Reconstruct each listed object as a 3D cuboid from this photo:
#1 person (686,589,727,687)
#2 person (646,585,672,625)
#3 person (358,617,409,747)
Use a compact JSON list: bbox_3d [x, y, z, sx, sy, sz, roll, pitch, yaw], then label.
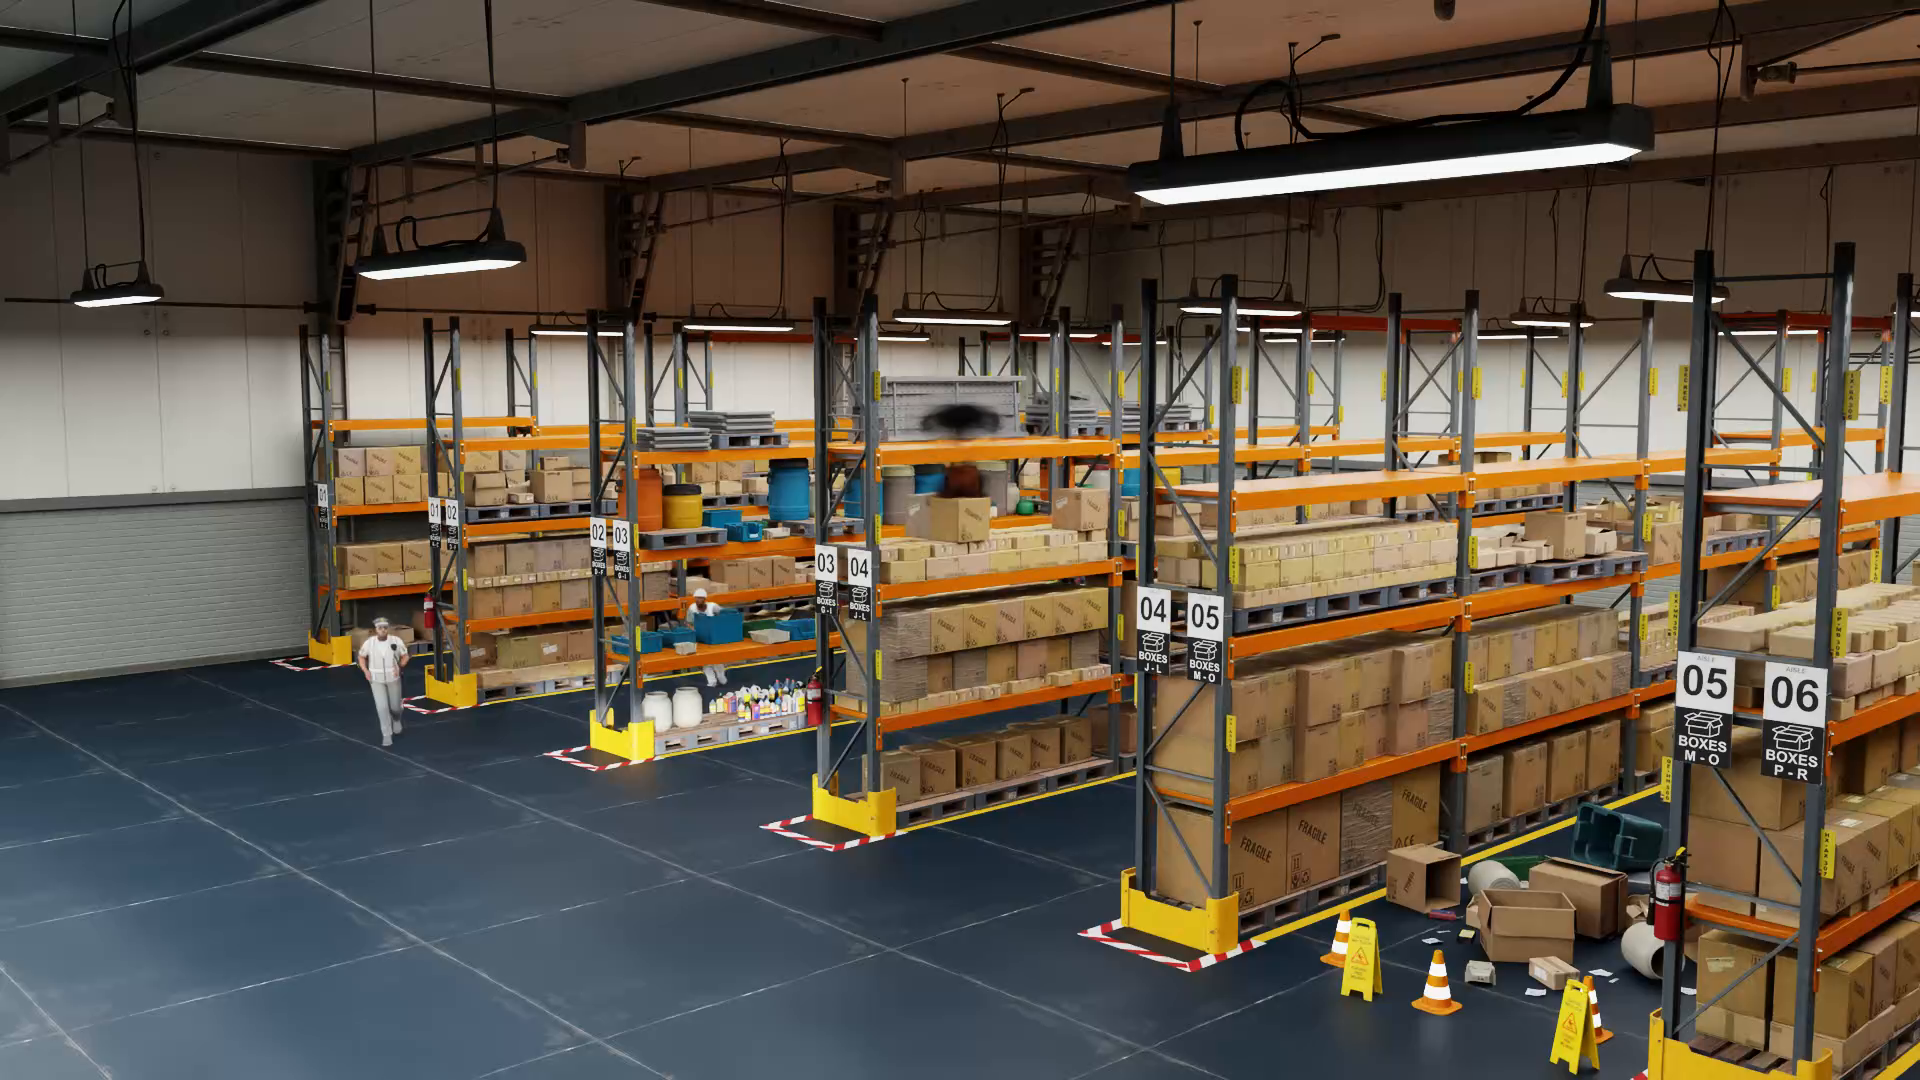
[{"bbox_3d":[-4.115,1.607,27.067,0.704,1.667,0.766,2,6,15],"label":"person"},{"bbox_3d":[-5.549,1.303,30.724,0.612,1.597,0.694,6,8,44],"label":"person"},{"bbox_3d":[-8.060,1.947,23.278,0.678,1.778,0.780,-2,6,-20],"label":"person"}]
